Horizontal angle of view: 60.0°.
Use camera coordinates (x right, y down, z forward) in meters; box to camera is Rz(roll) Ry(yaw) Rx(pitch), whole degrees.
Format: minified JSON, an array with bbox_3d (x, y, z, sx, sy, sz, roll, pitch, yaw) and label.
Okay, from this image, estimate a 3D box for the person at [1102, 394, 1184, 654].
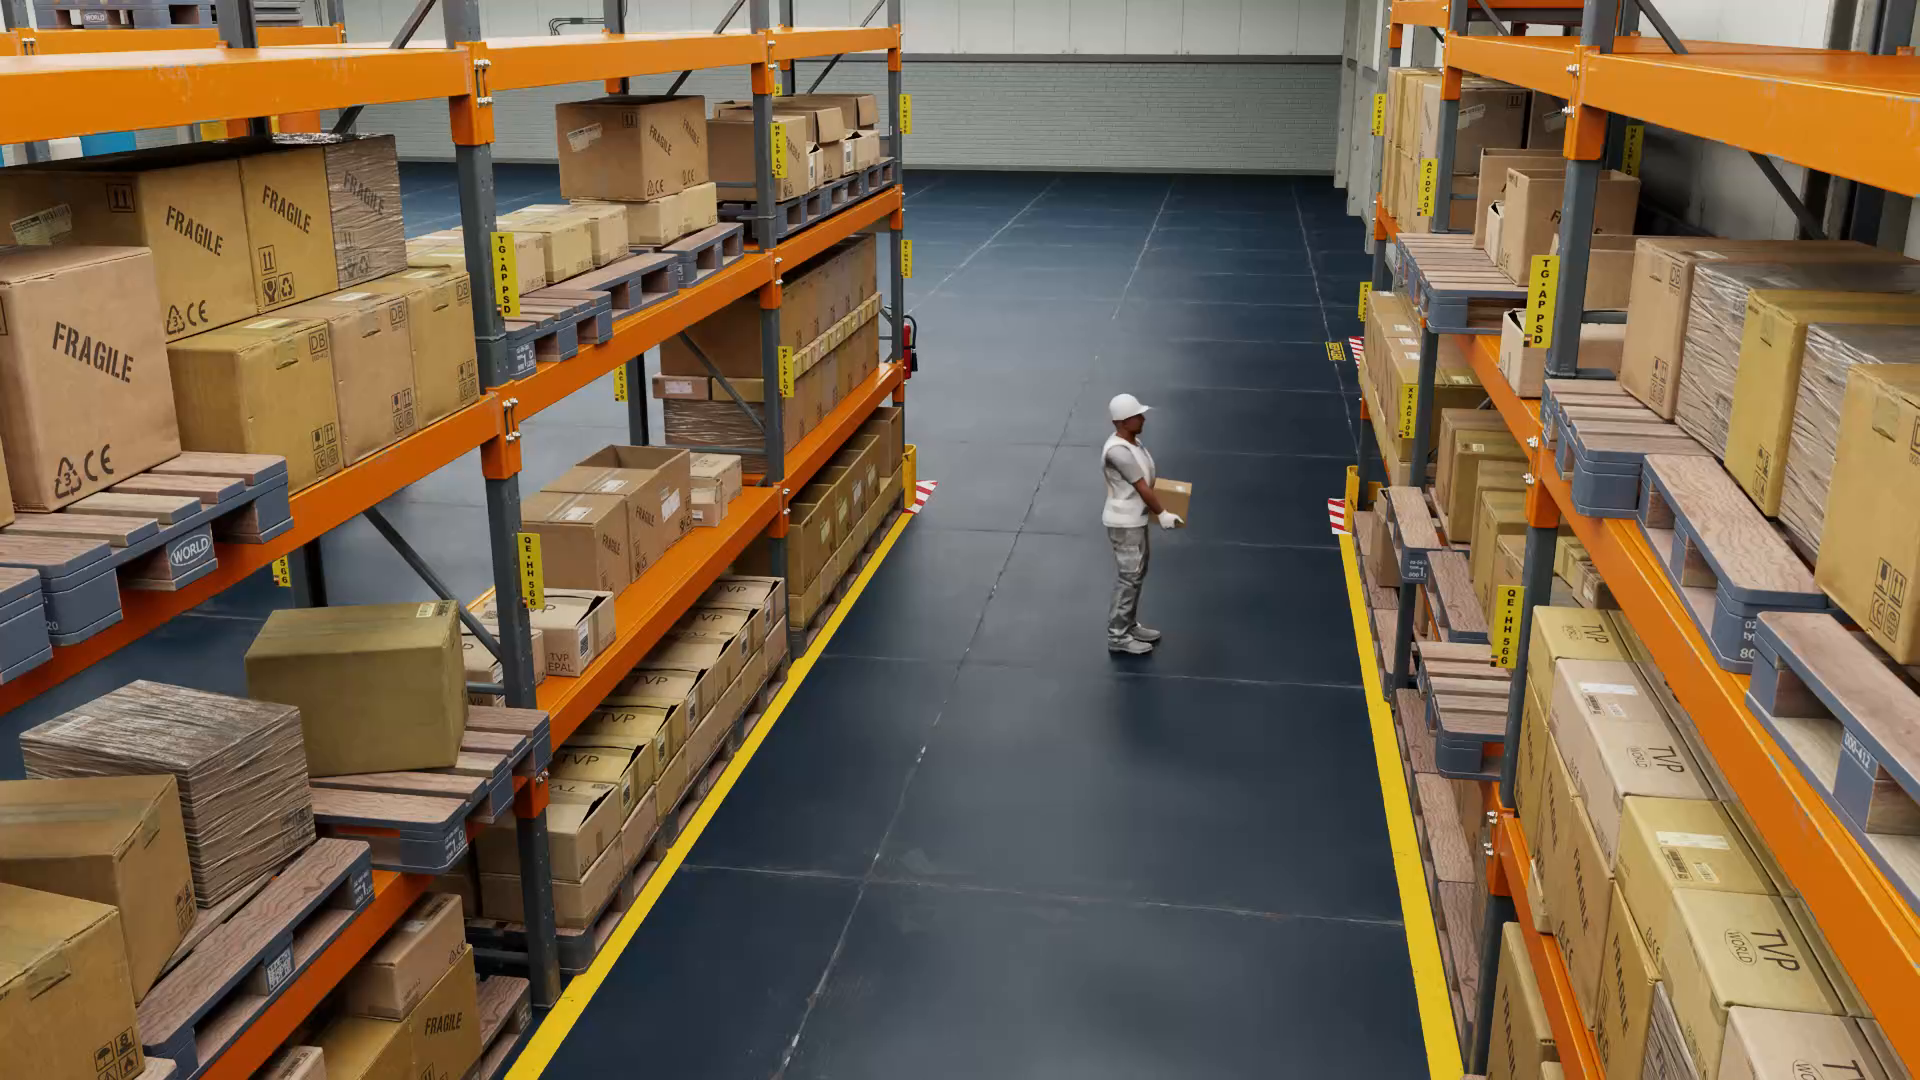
[{"bbox_3d":[1.254,-0.119,11.398,0.571,1.779,0.488,3,18,10],"label":"person"}]
